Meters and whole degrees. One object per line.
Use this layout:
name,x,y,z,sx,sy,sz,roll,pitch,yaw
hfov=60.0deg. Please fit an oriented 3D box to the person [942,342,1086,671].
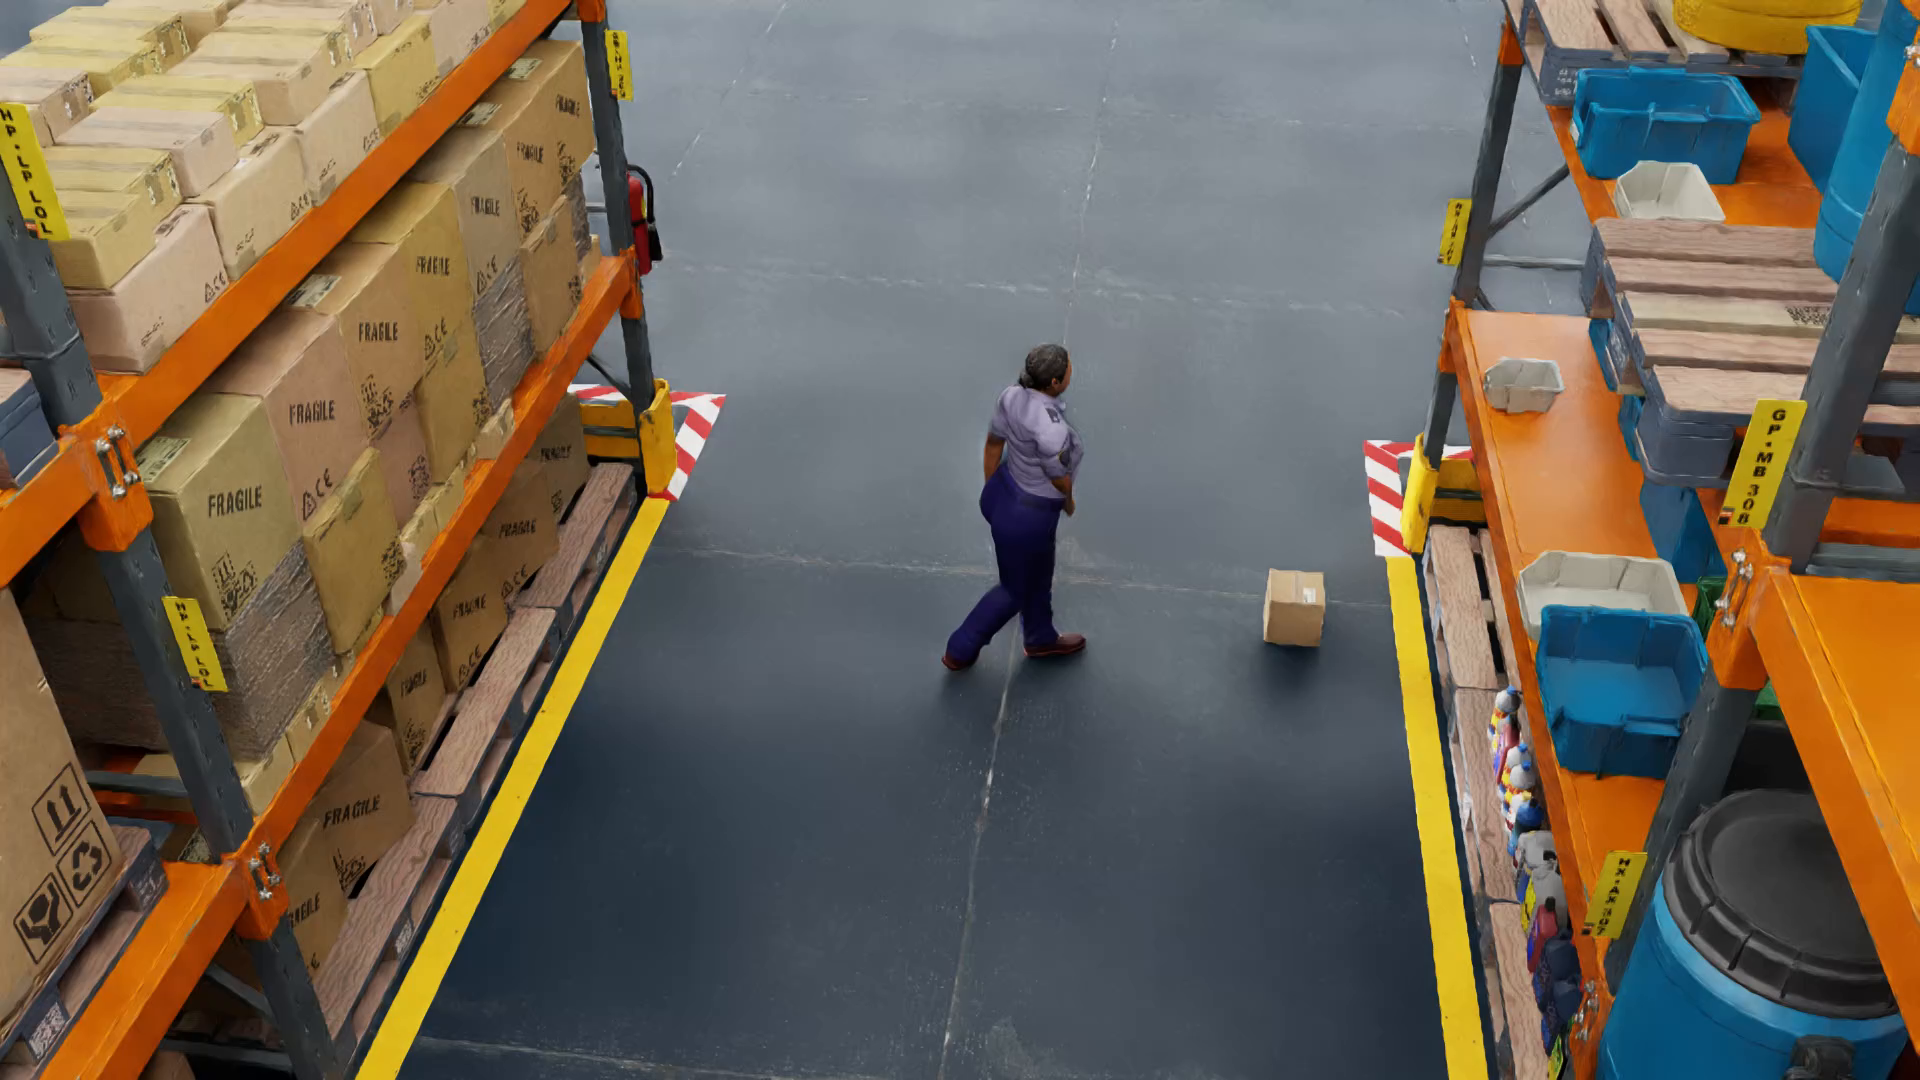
person,0.230,-0.131,7.234,0.716,1.634,0.500,-10,37,-13
